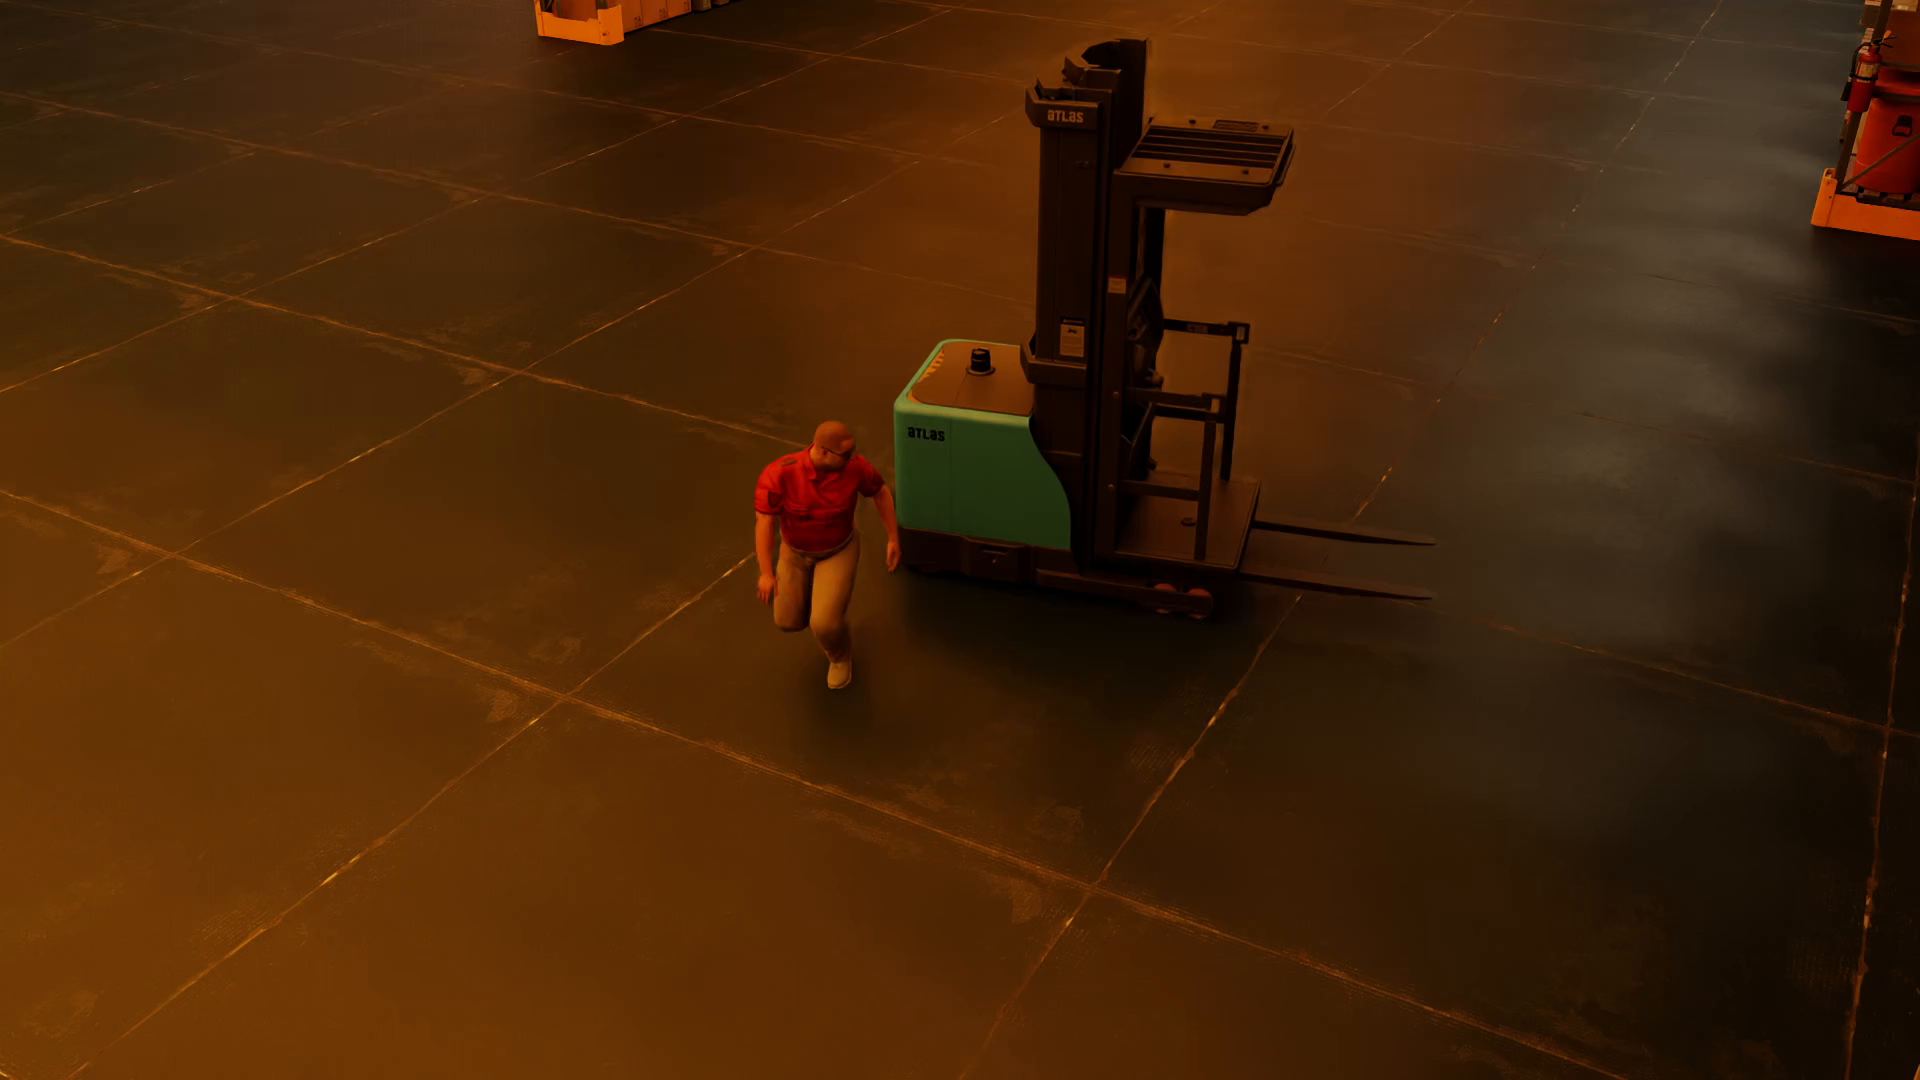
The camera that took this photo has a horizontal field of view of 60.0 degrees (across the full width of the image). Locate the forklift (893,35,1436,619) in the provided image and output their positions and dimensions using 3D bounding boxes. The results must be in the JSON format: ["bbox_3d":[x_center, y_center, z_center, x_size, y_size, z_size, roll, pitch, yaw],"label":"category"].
[{"bbox_3d":[1.191,-1.127,9.023,3.031,2.935,1.130,8,31,14],"label":"forklift"}]

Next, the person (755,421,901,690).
[{"bbox_3d":[-0.650,0.006,8.521,0.698,1.518,0.722,2,30,4],"label":"person"}]
